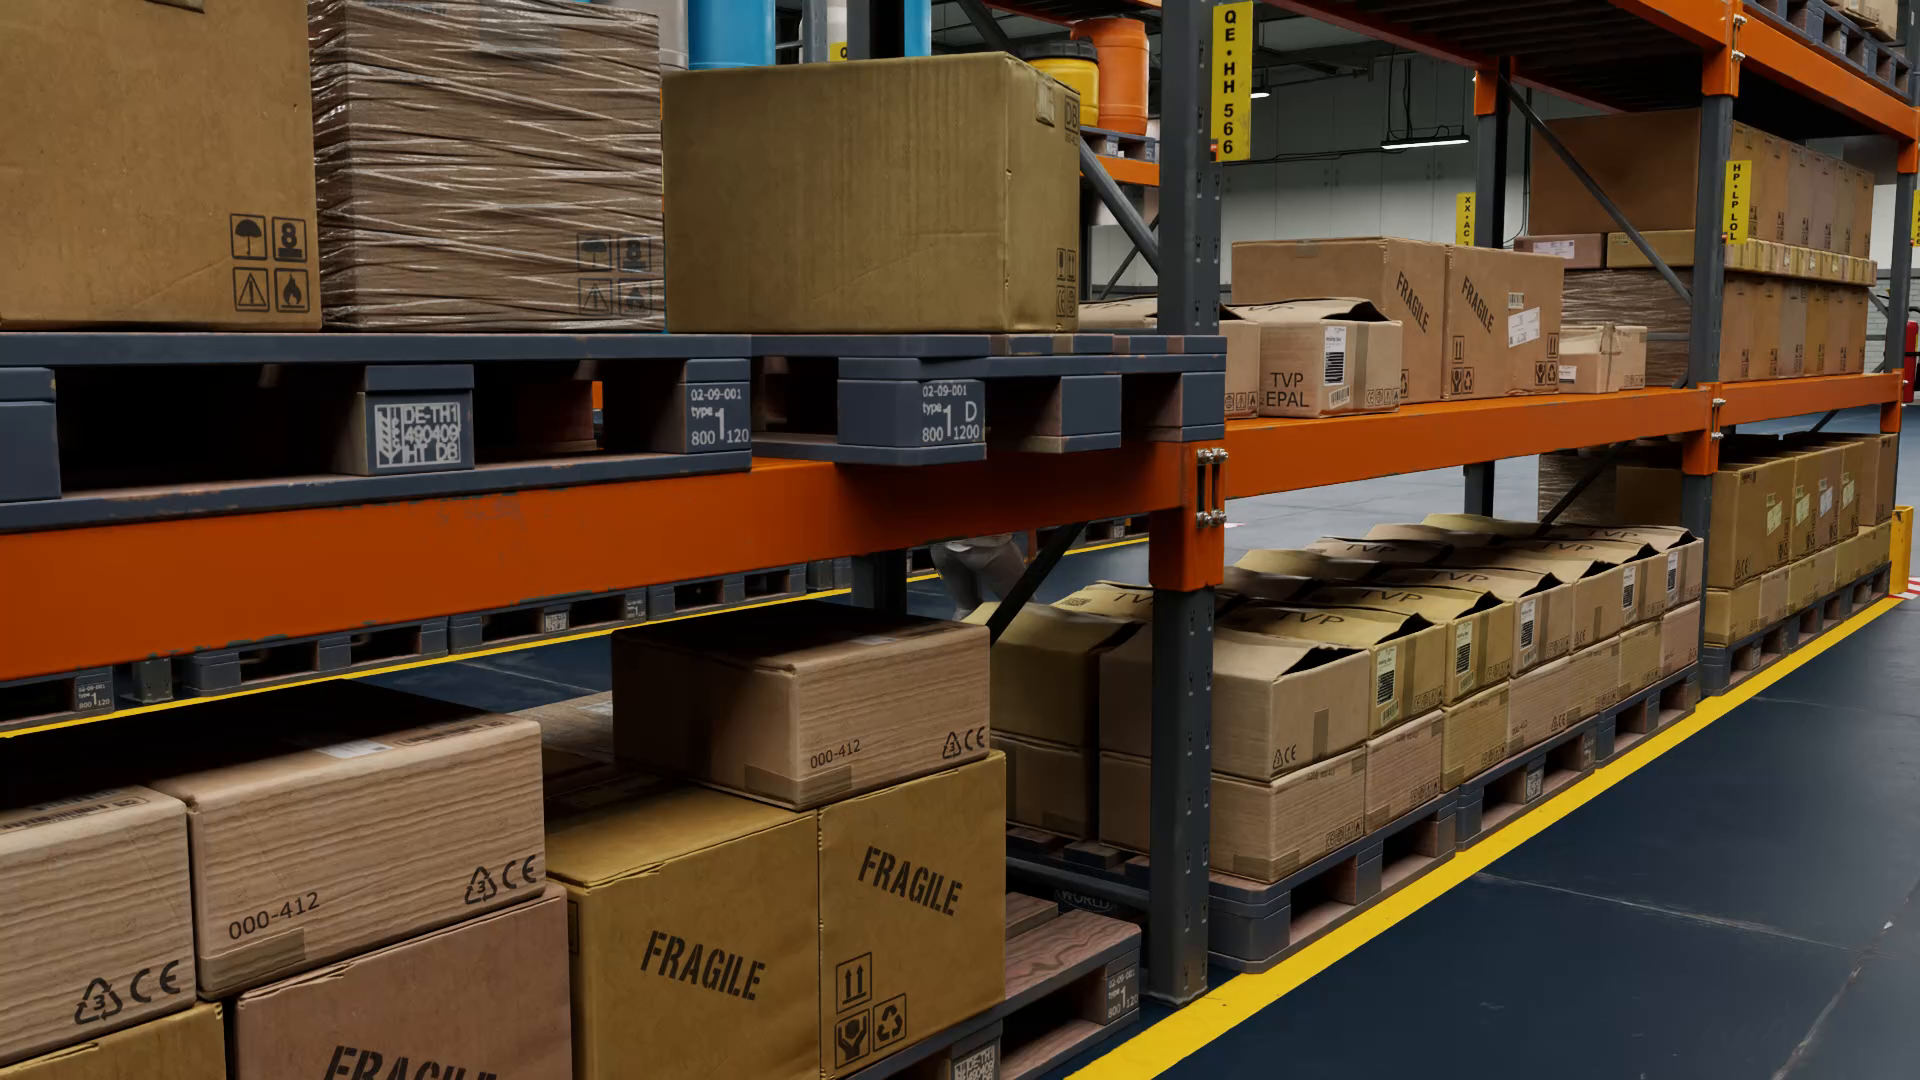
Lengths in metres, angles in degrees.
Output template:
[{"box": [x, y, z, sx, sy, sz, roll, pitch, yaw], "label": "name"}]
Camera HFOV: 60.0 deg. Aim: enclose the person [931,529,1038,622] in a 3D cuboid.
[{"box": [0.079, 0.001, 6.462, 0.451, 1.464, 0.518, 6, 9, 40], "label": "person"}]
